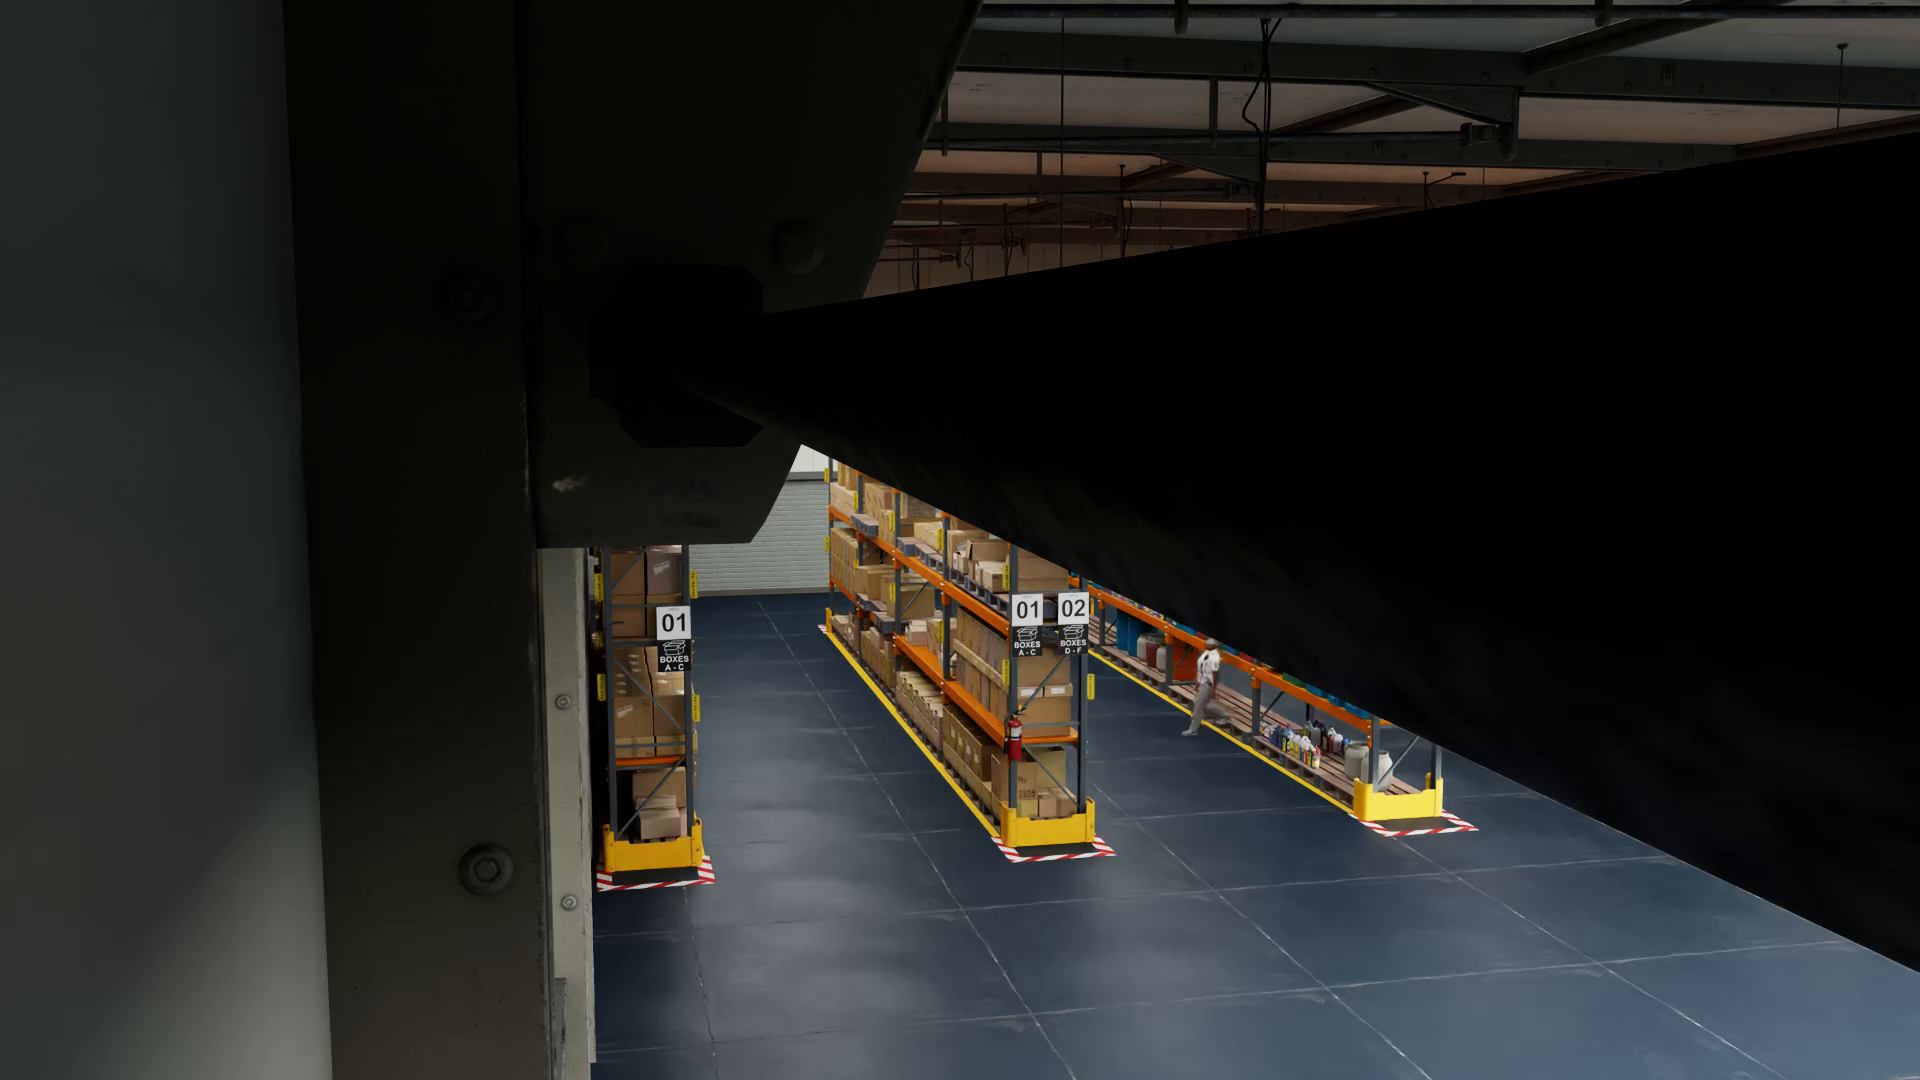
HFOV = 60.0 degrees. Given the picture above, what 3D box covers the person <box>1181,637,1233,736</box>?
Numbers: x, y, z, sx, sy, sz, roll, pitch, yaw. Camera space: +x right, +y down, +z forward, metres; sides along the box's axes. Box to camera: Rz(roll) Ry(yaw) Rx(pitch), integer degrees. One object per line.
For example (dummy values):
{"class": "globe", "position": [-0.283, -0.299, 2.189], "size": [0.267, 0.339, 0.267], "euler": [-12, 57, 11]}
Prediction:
{"class": "person", "position": [3.994, 2.322, 26.774], "size": [0.894, 1.639, 0.473], "euler": [-1, 7, -9]}
